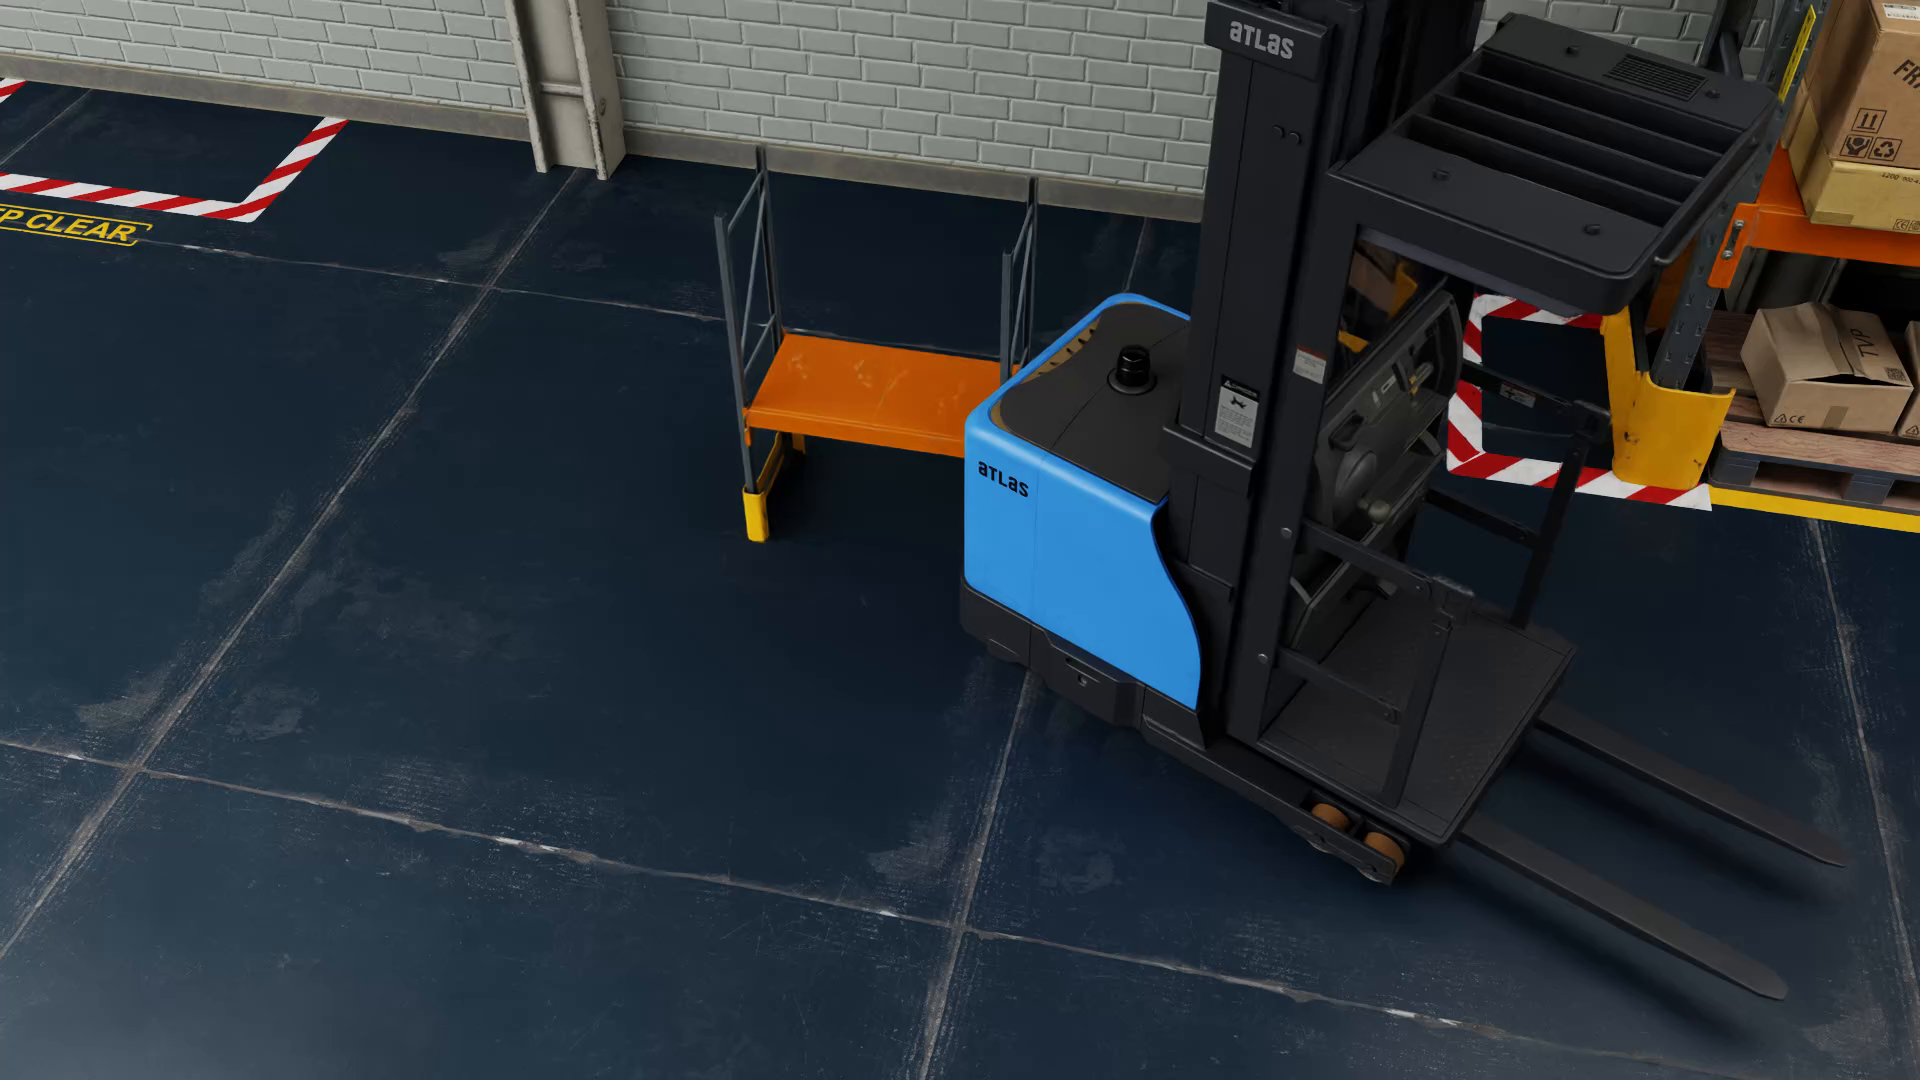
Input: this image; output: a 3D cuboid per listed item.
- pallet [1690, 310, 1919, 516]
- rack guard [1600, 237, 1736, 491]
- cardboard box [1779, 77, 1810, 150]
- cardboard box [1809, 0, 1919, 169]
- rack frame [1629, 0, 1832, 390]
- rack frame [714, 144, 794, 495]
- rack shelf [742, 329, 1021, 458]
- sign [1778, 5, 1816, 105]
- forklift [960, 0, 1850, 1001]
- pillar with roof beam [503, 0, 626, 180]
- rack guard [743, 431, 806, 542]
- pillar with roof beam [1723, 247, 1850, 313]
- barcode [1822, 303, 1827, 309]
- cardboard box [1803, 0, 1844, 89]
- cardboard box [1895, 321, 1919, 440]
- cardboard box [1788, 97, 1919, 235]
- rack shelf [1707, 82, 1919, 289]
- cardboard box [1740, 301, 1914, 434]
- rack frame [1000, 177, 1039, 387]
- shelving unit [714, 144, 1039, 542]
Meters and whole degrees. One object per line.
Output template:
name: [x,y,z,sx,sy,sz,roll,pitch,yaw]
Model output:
pallet: [3.836,-0.548,7.168,1.213,0.211,1.003,9,45,9]
rack guard: [3.050,-0.799,7.220,0.348,0.500,1.175,9,45,9]
cardboard box: [3.475,-1.725,6.473,0.500,0.250,0.500,9,45,10]
cardboard box: [3.377,-1.659,5.864,0.500,0.500,0.500,9,45,9]
rack frame: [2.976,-1.711,6.365,0.127,3.000,1.000,9,45,9]
rack frame: [-0.781,-0.738,6.435,0.032,1.500,0.500,9,45,9]
rack shelf: [-0.285,-0.532,6.480,1.000,0.185,0.538,9,45,9]
sign: [2.858,-1.656,5.683,0.005,0.325,0.100,9,45,9]
forklift: [1.476,-0.336,4.986,3.031,2.935,1.130,28,51,26]
pillar with roof beam: [-2.947,-2.347,2.700,0.400,9.000,9.100,9,45,9]
rack guard: [-0.762,-0.285,6.866,0.087,0.250,0.587,9,45,9]
pillar with roof beam: [2.908,-1.439,1.756,0.400,9.000,9.100,9,45,9]
barcode: [3.737,-1.007,7.248,0.075,0.075,0.001,9,45,9]
cardboard box: [3.483,-2.007,6.225,0.500,0.500,0.500,8,45,9]
cardboard box: [4.188,-0.649,6.883,0.500,0.311,0.500,12,45,12]
cardboard box: [3.383,-1.376,6.110,0.500,0.250,0.500,8,44,8]
rack shelf: [4.928,-1.149,6.300,4.000,0.370,1.077,9,45,9]
cardboard box: [3.632,-0.736,6.973,0.500,0.311,0.500,4,44,4]
rack frame: [0.211,-0.585,6.276,0.032,1.500,0.500,9,45,9]
shelving unit: [-0.276,-0.660,6.354,1.083,1.500,0.587,9,45,9]
